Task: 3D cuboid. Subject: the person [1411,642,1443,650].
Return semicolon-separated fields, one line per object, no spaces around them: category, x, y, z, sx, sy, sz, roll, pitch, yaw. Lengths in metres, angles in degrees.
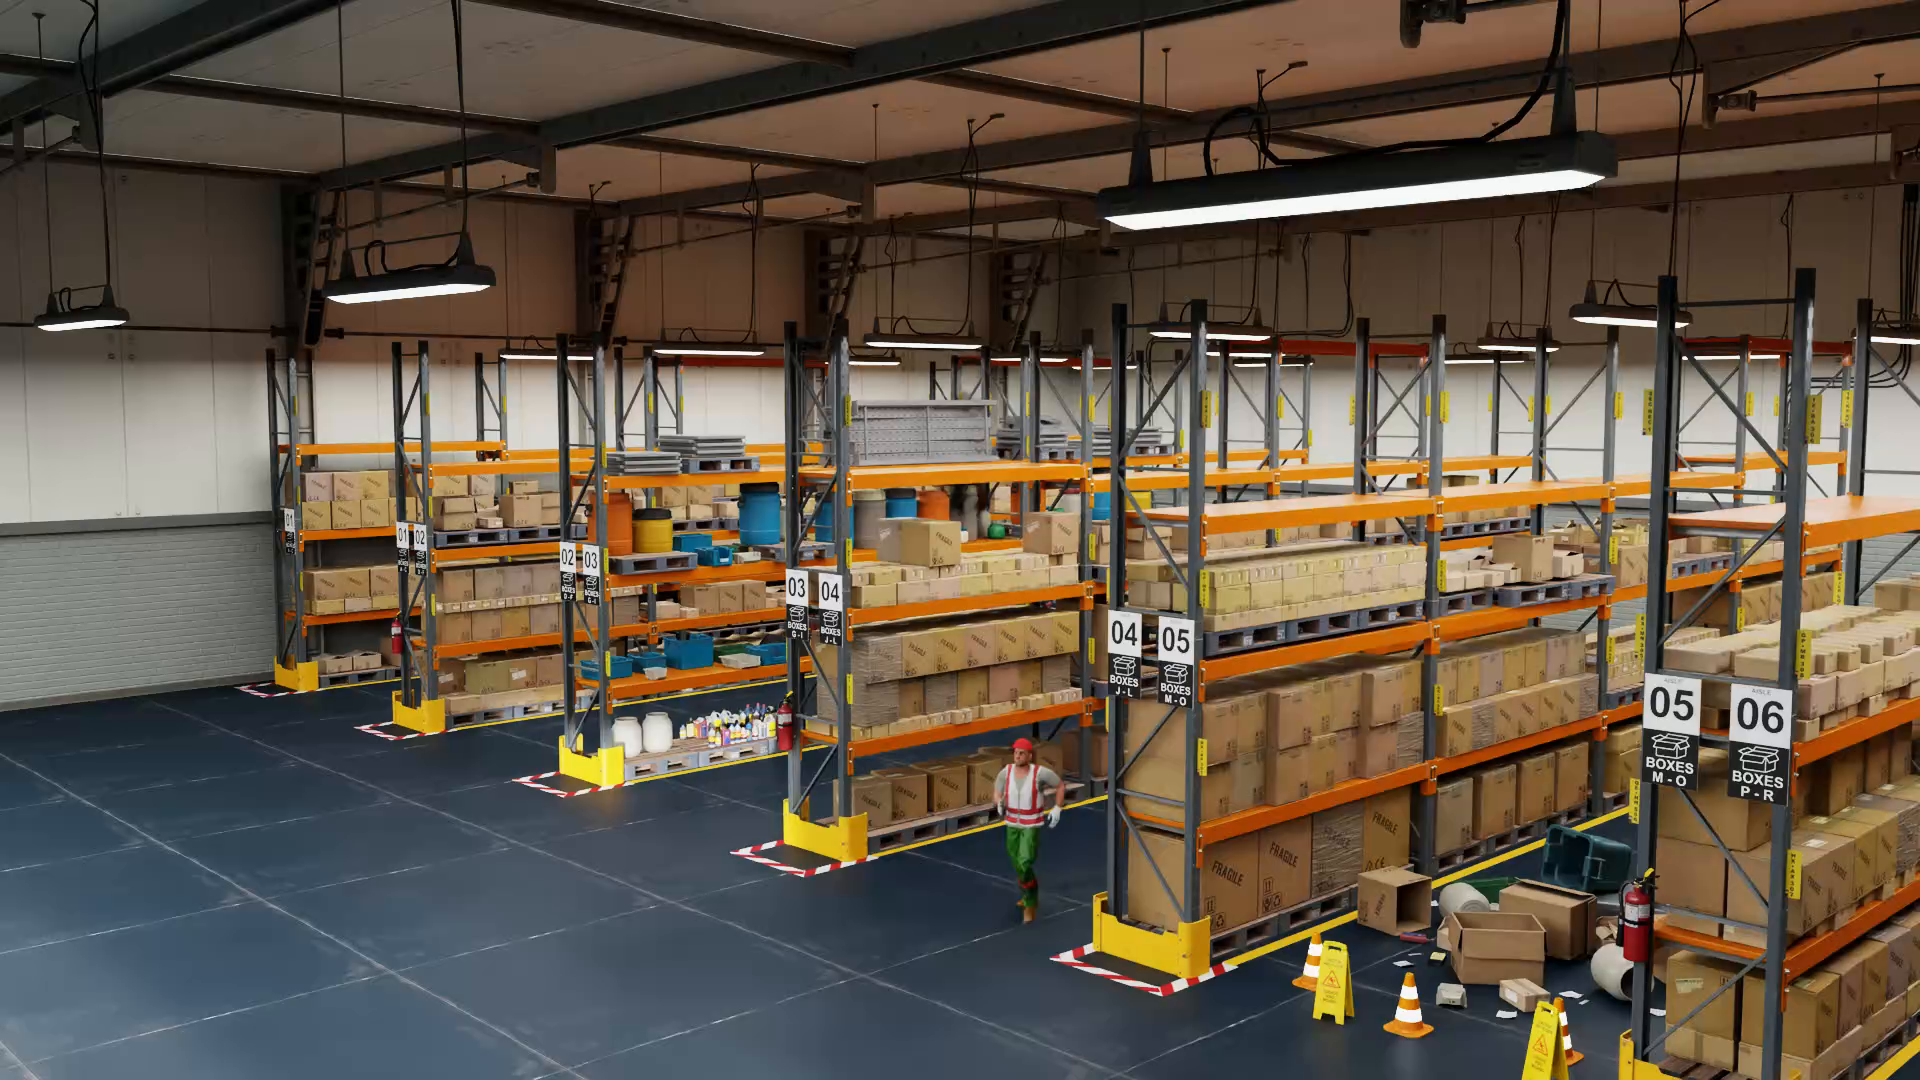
person;6.907;2.134;24.471;0.705;1.759;1.067;4;7;41

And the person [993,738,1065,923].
person;0.640;2.871;16.444;0.680;1.851;0.742;2;6;26
